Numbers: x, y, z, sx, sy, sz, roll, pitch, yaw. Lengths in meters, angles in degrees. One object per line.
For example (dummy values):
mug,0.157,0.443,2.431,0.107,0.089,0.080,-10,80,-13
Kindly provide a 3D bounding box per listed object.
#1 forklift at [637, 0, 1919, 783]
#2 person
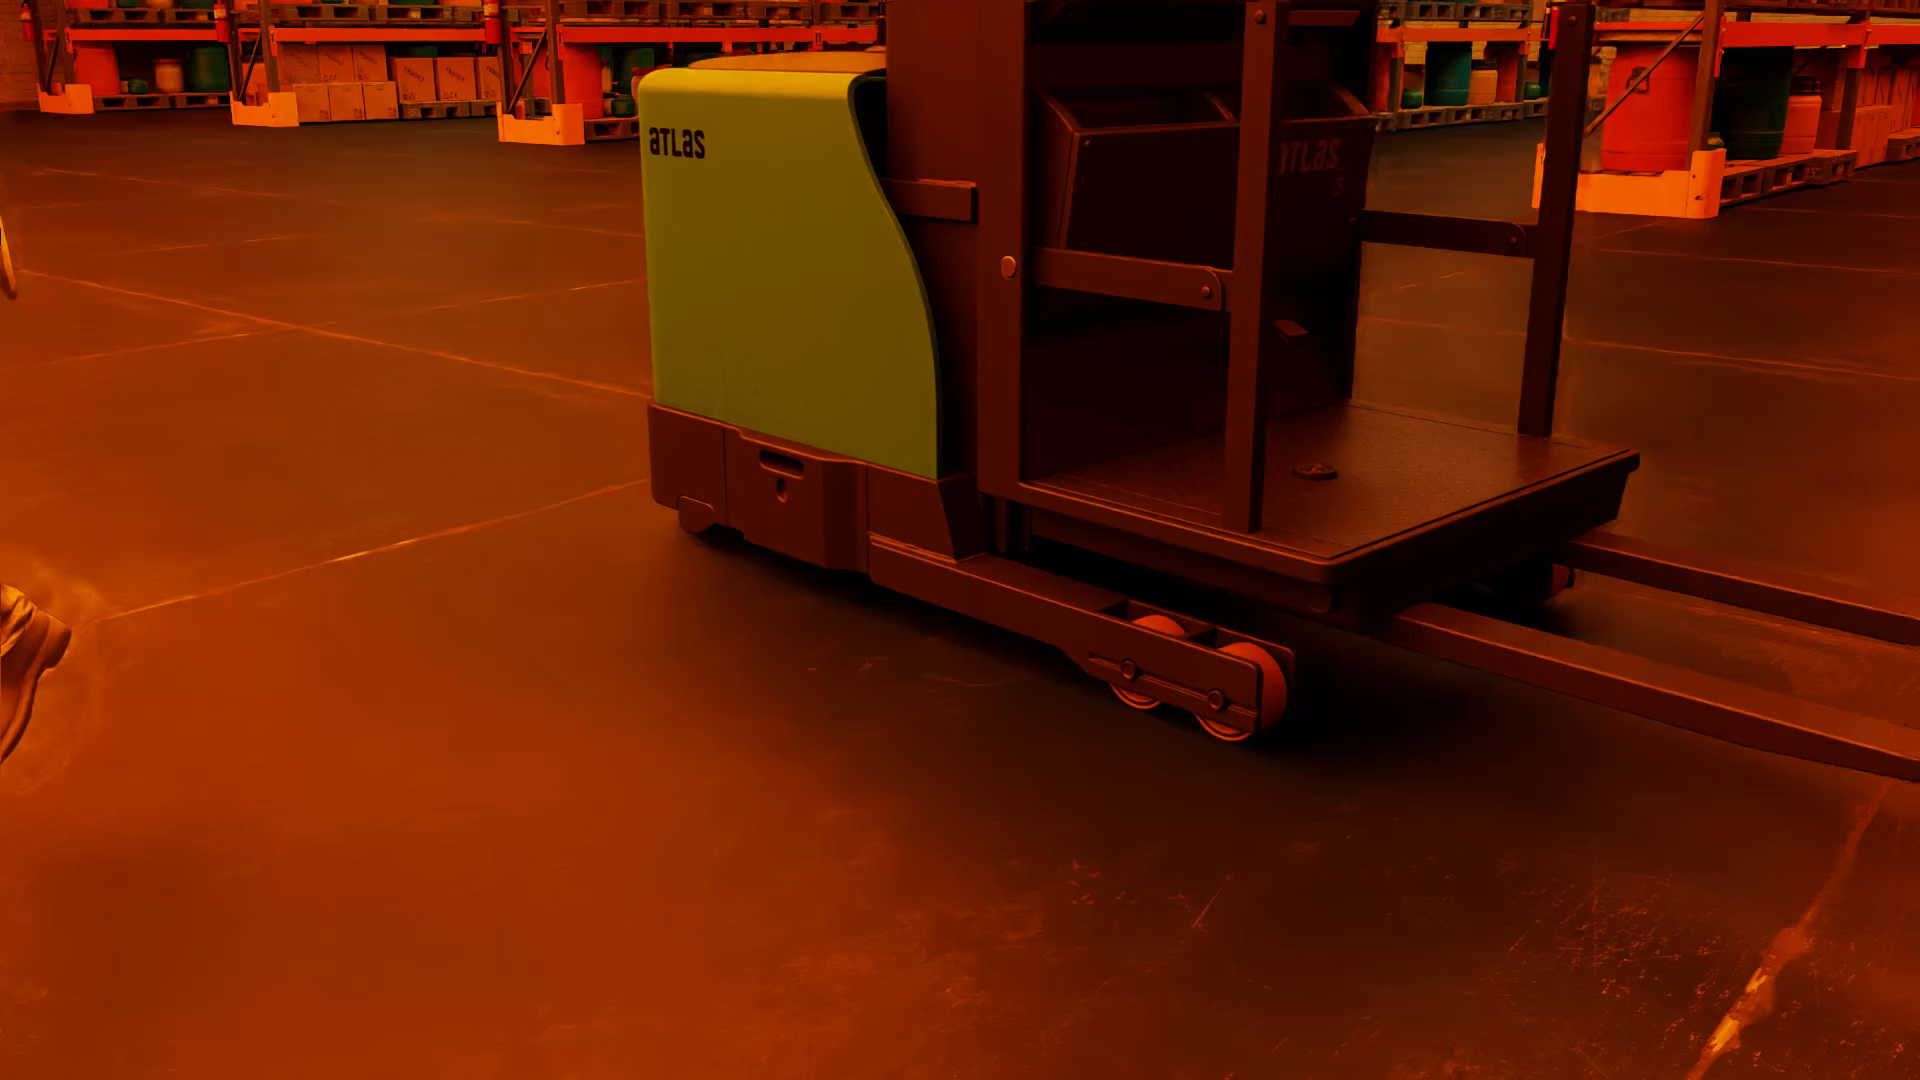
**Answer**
forklift,0.637,-1.229,2.946,1.130,2.935,3.031,-16,23,-42
person,-1.831,-0.387,2.438,1.033,1.659,0.524,11,20,31
